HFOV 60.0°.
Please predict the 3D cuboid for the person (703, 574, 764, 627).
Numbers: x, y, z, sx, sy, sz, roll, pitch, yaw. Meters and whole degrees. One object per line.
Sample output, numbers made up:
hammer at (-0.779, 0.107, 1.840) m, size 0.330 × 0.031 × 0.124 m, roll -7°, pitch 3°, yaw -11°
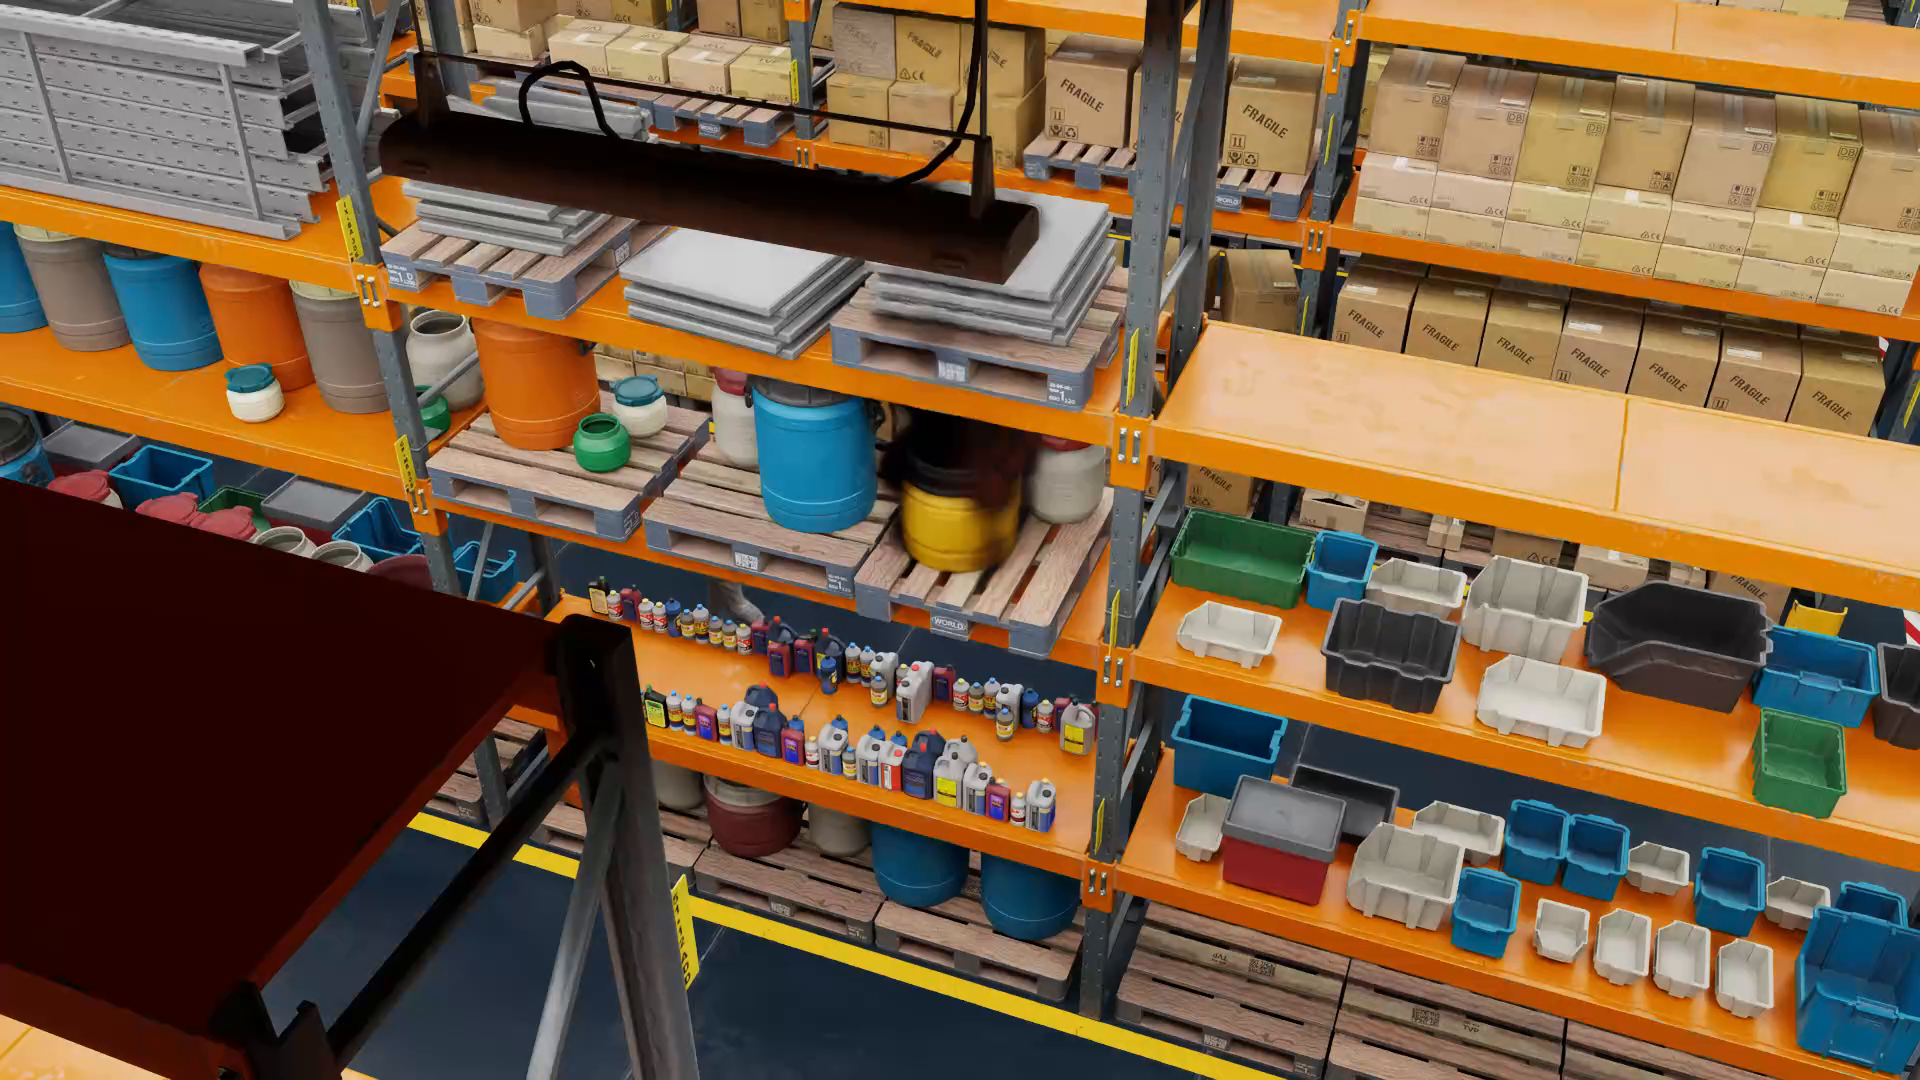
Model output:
person at (-1.663, 0.078, 11.757) m, size 0.920 × 1.782 × 0.692 m, roll 14°, pitch 39°, yaw 18°
